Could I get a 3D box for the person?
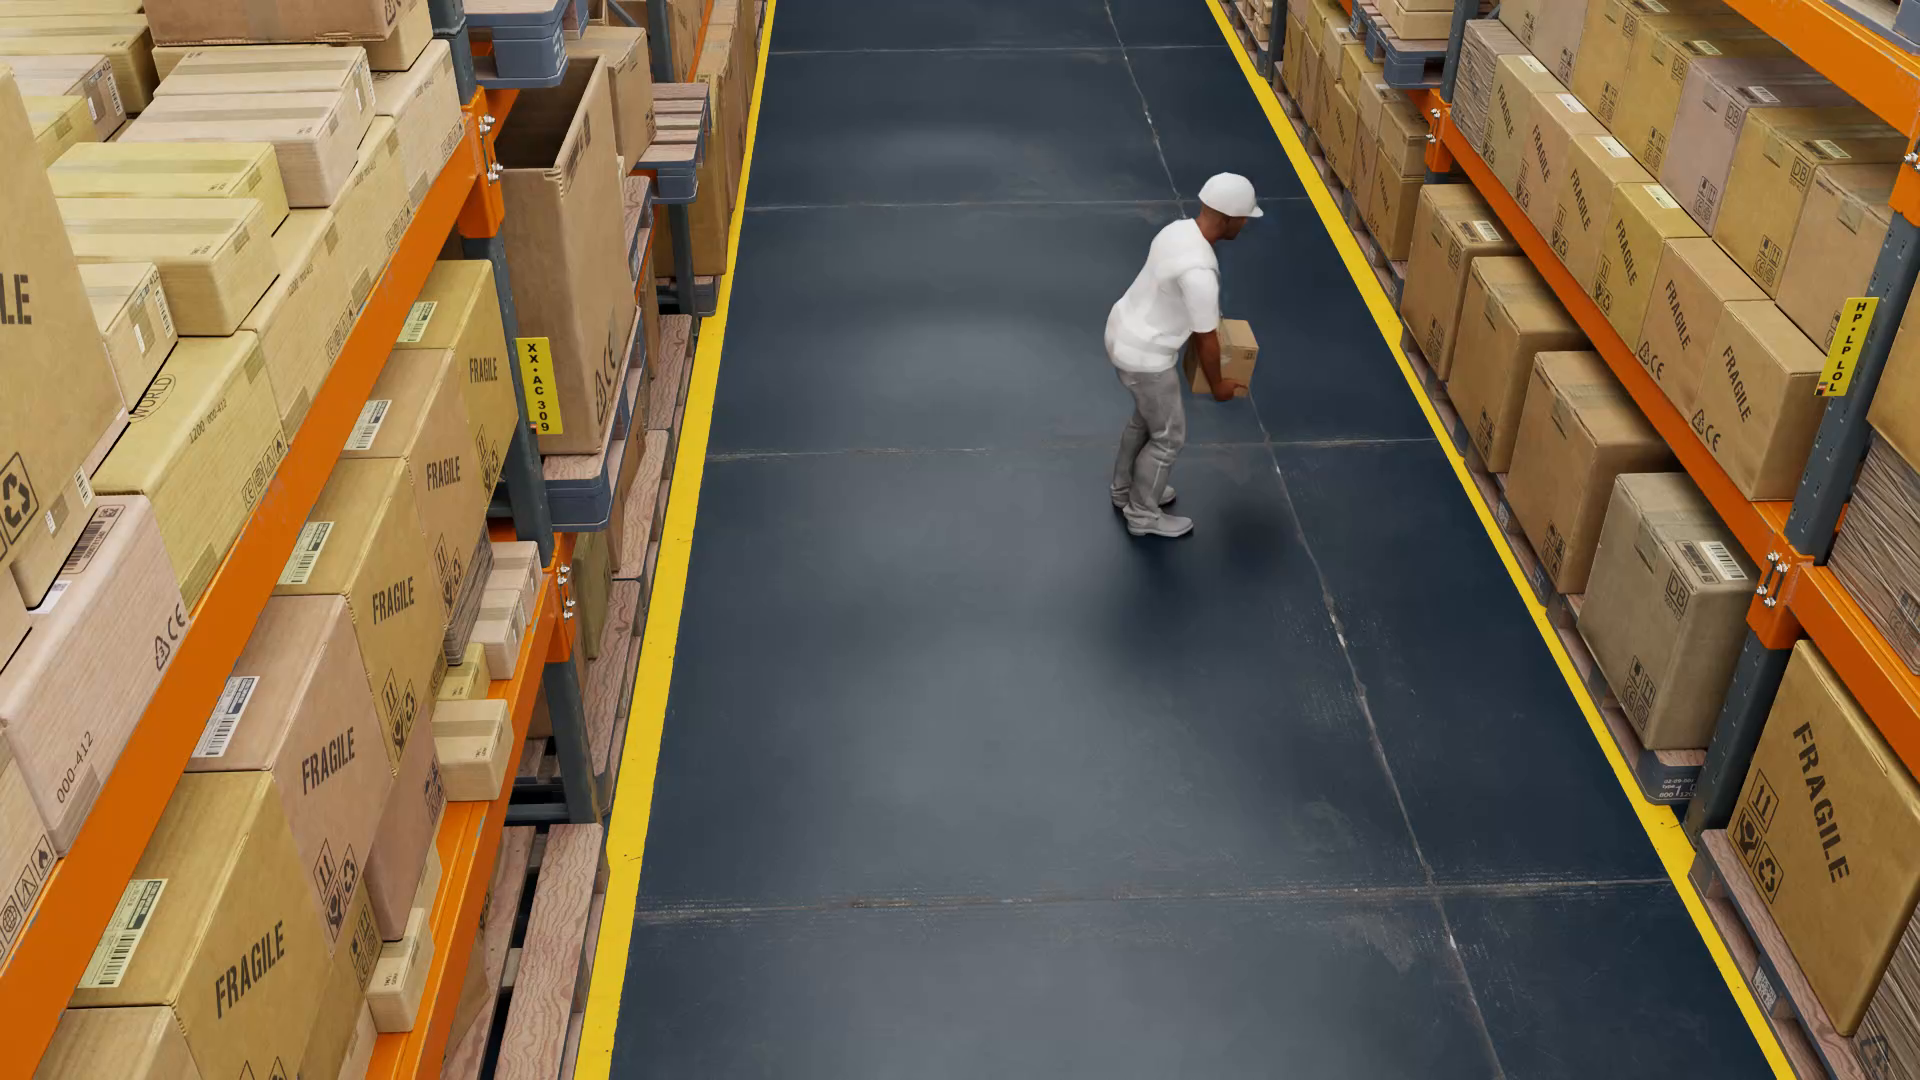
[{"bbox_3d":[0.960,-0.816,7.350,0.632,1.693,0.488,-2,35,-3],"label":"person"}]
